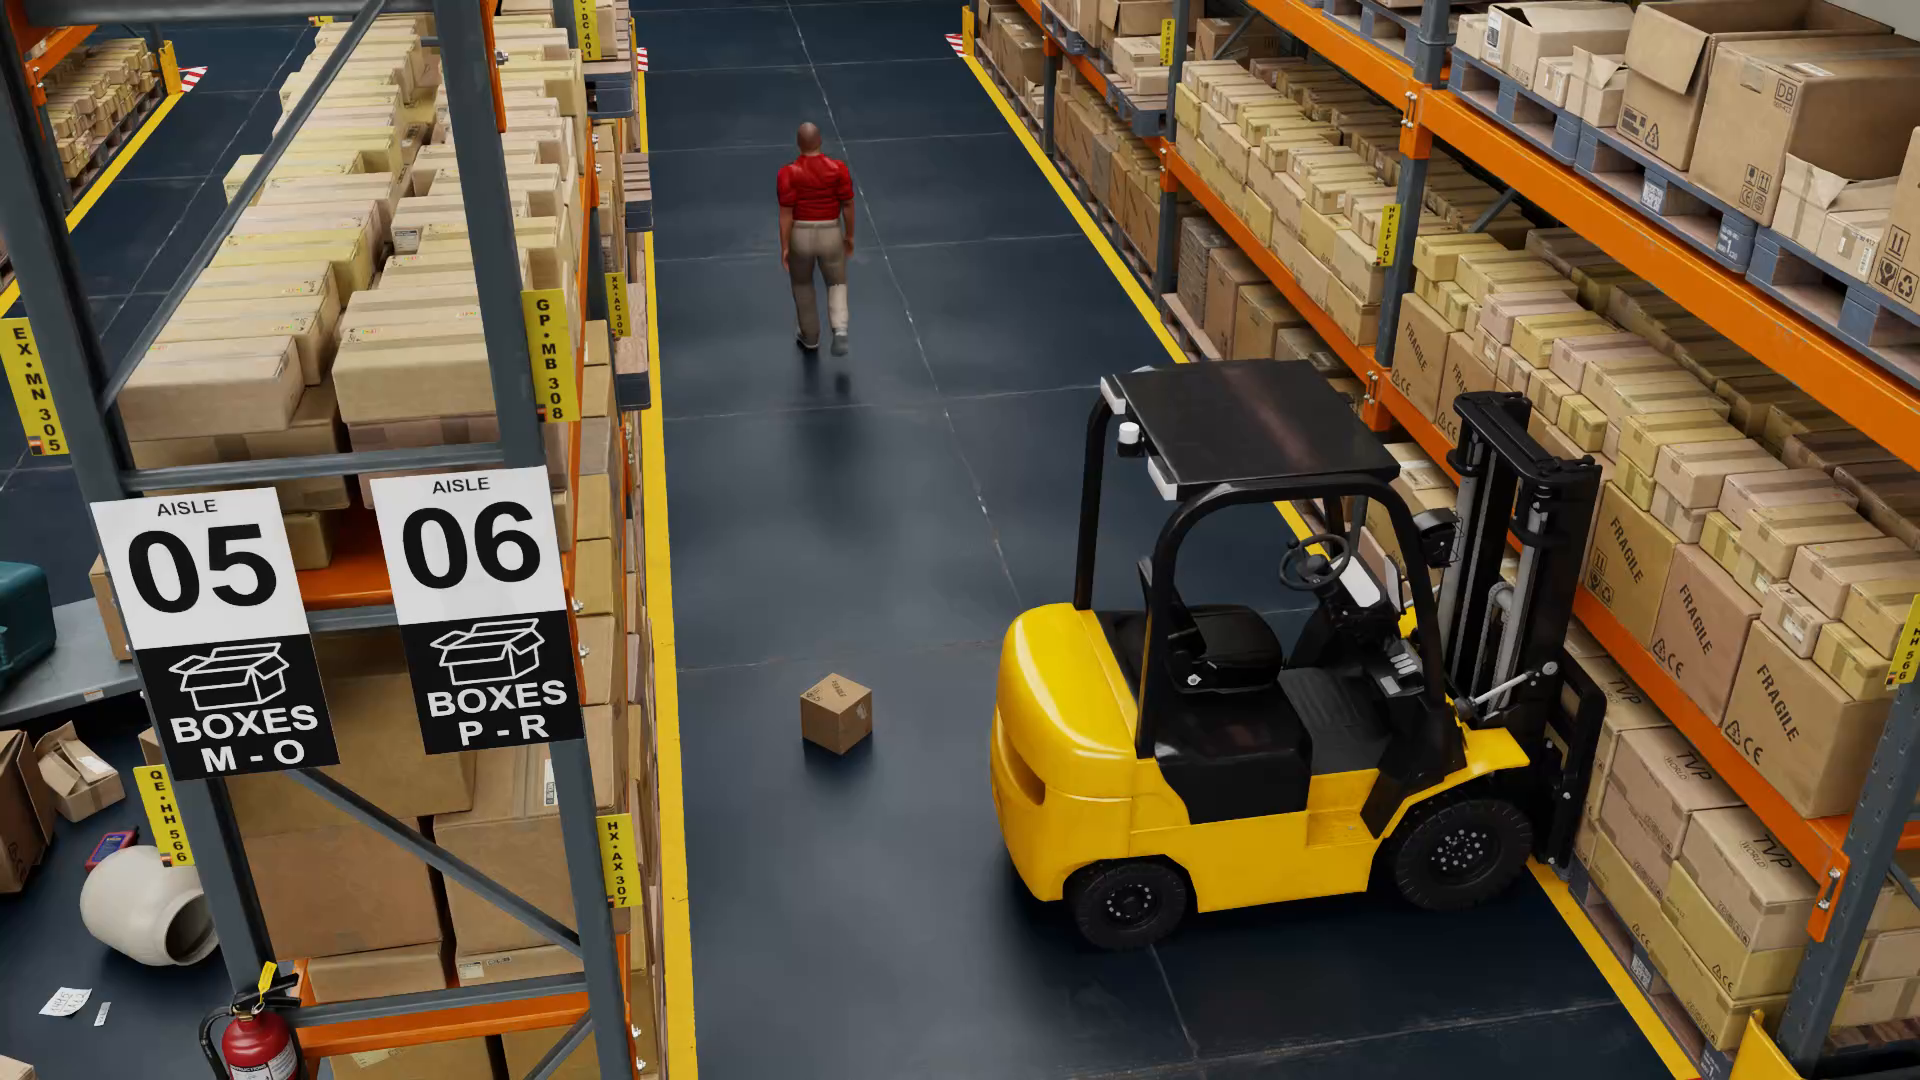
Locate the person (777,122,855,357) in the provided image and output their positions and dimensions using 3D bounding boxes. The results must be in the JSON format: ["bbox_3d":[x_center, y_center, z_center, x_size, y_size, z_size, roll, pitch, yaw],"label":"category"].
[{"bbox_3d":[-0.997,-2.098,11.694,0.542,1.694,0.789,-6,31,-9],"label":"person"}]
